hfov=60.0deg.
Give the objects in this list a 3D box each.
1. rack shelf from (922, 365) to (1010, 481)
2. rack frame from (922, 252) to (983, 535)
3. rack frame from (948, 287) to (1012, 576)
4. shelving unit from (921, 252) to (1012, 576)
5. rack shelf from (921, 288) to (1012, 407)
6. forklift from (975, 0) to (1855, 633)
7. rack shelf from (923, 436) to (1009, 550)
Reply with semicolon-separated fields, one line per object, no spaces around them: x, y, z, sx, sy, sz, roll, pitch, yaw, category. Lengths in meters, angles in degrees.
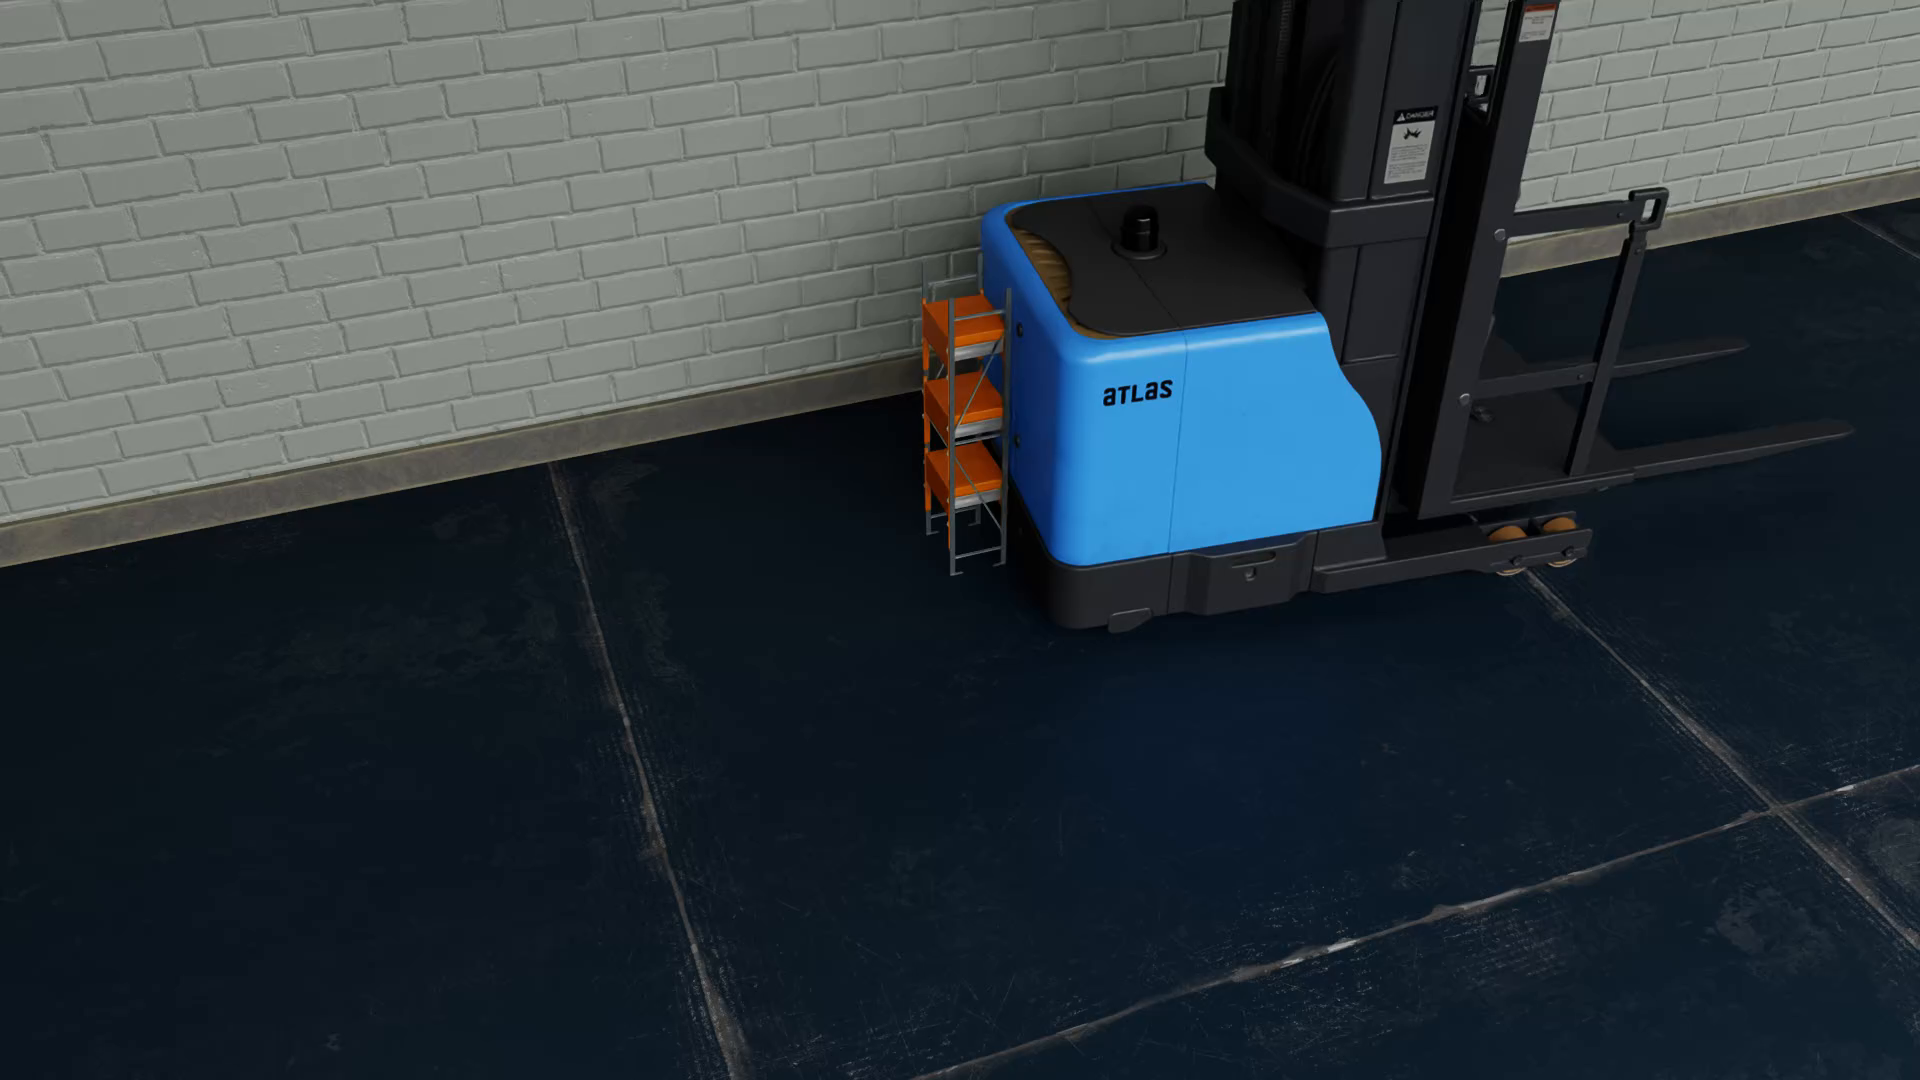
0.018;-0.381;5.400;0.215;0.259;0.240;-12;39;-16;rack shelf
-0.024;-0.458;5.485;0.200;1.050;0.008;-12;39;-16;rack frame
0.060;-0.320;5.302;0.200;1.050;0.008;-12;39;-16;rack frame
0.018;-0.389;5.394;0.215;1.050;0.252;-12;39;-16;shelving unit
0.018;-0.607;5.230;0.215;0.259;0.240;-12;39;-16;rack shelf
1.629;-1.350;5.106;3.031;2.935;1.130;-9;38;-11;forklift
0.018;-0.159;5.568;0.215;0.259;0.240;-12;39;-16;rack shelf
